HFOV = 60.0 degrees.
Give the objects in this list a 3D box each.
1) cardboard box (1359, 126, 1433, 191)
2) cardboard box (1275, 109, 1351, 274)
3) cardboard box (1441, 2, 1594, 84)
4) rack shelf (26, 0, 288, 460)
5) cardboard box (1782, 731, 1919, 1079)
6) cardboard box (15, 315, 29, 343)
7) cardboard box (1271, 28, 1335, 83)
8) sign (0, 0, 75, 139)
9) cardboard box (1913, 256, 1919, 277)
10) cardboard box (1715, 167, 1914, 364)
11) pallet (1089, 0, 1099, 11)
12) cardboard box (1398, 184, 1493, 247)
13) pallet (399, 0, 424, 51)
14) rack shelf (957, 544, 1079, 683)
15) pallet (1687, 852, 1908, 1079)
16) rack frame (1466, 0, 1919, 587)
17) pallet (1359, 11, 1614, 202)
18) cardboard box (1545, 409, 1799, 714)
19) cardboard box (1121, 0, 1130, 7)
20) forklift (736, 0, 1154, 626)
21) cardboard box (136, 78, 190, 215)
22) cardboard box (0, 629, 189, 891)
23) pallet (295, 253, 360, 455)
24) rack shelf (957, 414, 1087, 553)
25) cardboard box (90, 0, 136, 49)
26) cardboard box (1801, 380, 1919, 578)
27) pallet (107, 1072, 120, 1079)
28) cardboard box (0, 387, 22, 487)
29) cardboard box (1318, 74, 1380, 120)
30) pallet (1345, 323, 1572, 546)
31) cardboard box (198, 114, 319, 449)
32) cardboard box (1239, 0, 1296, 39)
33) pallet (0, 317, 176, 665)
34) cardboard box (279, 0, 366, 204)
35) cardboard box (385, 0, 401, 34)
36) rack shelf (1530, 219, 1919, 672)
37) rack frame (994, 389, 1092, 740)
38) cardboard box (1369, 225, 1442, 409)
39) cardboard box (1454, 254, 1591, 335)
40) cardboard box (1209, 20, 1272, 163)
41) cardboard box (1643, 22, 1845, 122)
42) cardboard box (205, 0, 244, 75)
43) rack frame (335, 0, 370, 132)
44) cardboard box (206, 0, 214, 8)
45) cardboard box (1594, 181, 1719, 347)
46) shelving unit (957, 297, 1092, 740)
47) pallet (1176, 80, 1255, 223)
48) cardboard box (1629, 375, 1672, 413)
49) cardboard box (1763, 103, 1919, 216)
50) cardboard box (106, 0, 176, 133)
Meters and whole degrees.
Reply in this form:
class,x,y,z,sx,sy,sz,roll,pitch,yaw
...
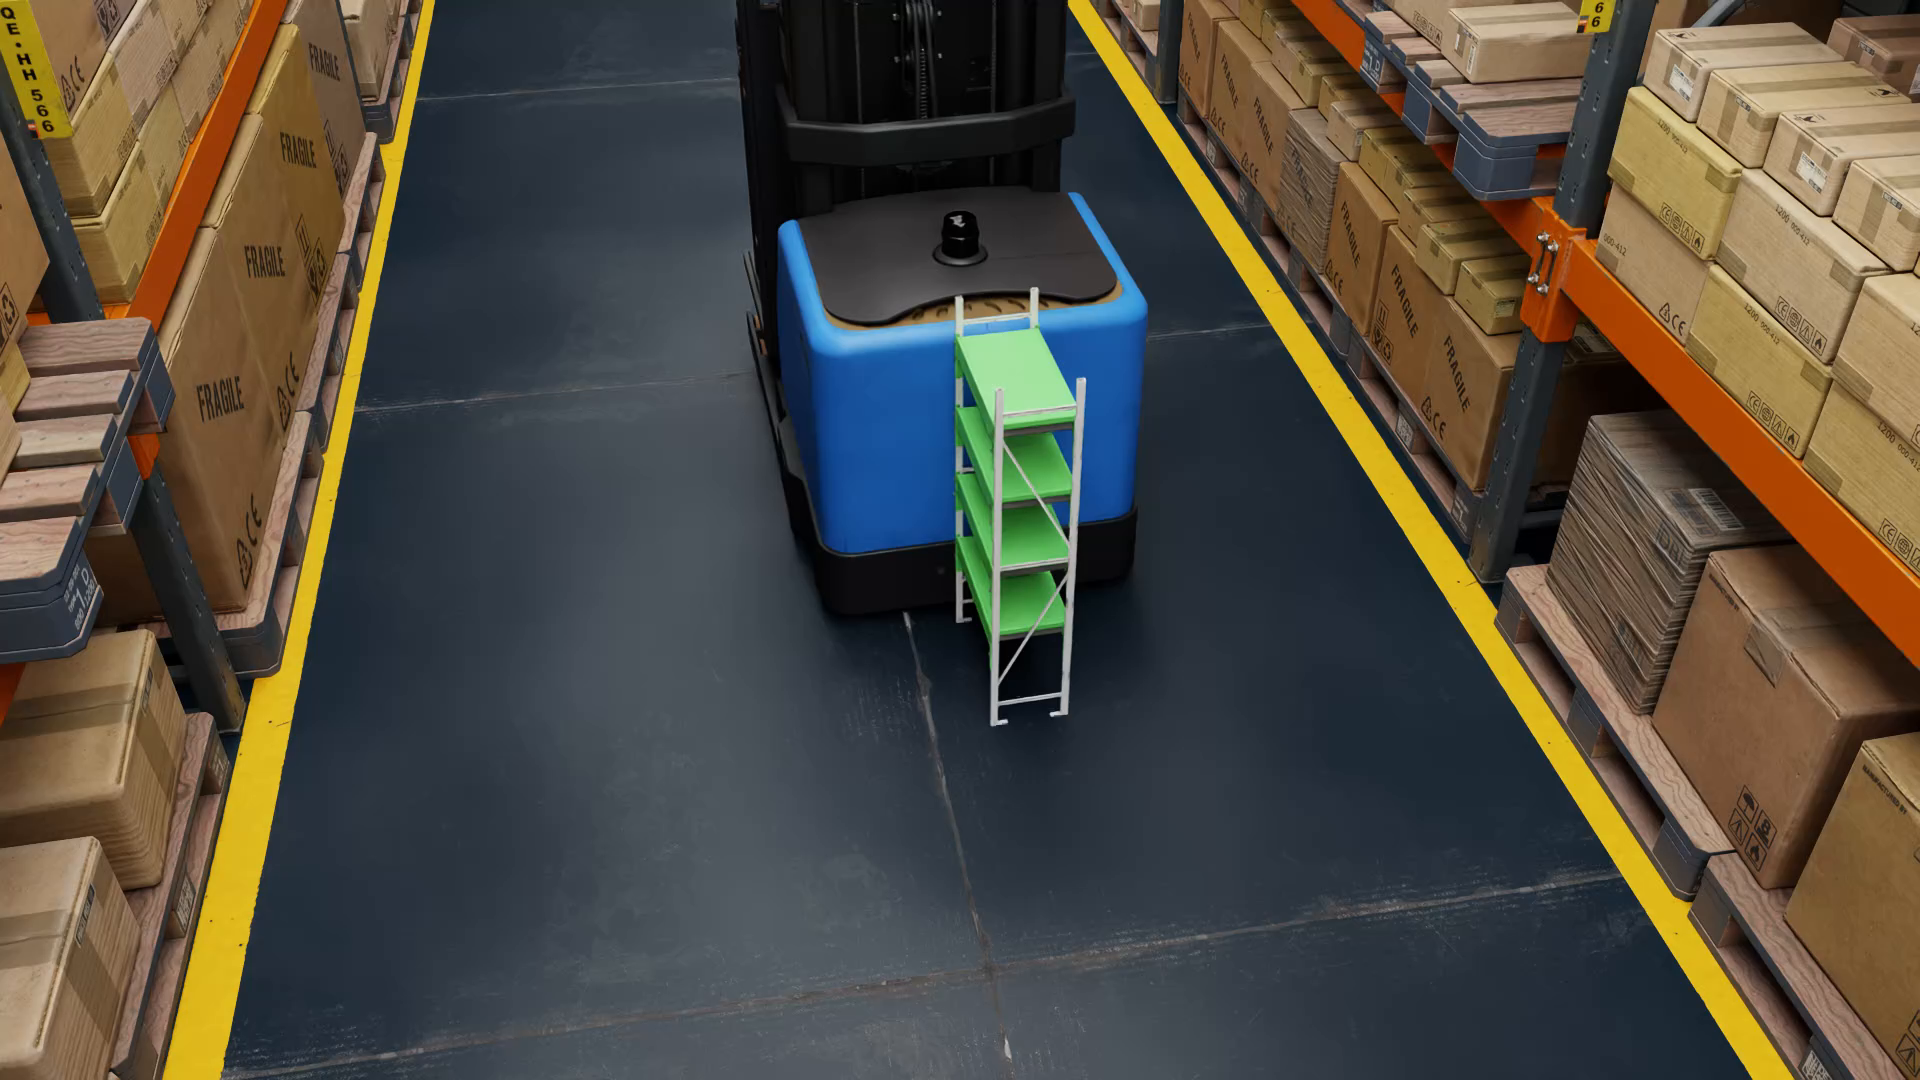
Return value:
class,x,y,z,sx,sy,sz,roll,pitch,yaw
cardboard box,1.758,-1.466,6.359,0.380,0.149,0.250,-7,38,-9
cardboard box,1.654,-1.462,6.882,0.500,0.500,0.500,-8,38,-10
cardboard box,1.728,-1.542,5.153,0.380,0.149,0.250,-6,38,-7
rack shelf,-3.016,-1.508,5.832,1.077,0.370,4.000,-6,38,-8
cardboard box,2.557,0.831,3.829,0.875,0.625,0.625,-8,39,-10
cardboard box,-2.376,-0.478,3.783,0.380,0.149,0.250,-5,38,-6
cardboard box,1.570,-2.094,7.167,0.380,0.149,0.250,-6,38,-8
sign,-2.133,-1.074,3.808,0.100,0.325,0.005,-6,38,-8
cardboard box,2.237,-0.573,3.432,0.380,0.149,0.250,-6,38,-7
cardboard box,2.145,-0.661,3.871,0.500,0.250,0.500,-5,38,-7
pallet,1.183,-3.588,10.197,1.003,0.211,1.213,-6,38,-8
cardboard box,1.804,-1.151,5.953,0.380,0.149,0.250,-7,38,-9
pallet,-3.640,-3.105,9.575,1.003,0.211,1.213,-6,38,-8
rack shelf,0.169,0.199,5.012,0.258,0.148,0.480,-8,39,-10
pallet,2.537,1.218,4.010,1.003,0.211,1.213,-6,38,-8
rack frame,2.221,-1.120,4.747,1.000,3.000,0.127,-6,38,-8
pallet,2.033,-1.446,5.323,1.213,0.211,1.003,-6,38,-8
cardboard box,2.317,0.030,4.860,0.875,0.625,0.625,-5,38,-7
cardboard box,1.070,-3.143,9.237,0.396,0.266,0.258,-5,38,-6
forklift,-0.226,-1.790,5.665,1.130,2.935,3.031,-8,39,-10
cardboard box,-2.611,-1.156,4.915,0.500,0.250,0.500,-7,38,-9
cardboard box,-2.576,0.630,4.293,0.950,0.372,0.625,-9,39,-11
pallet,-2.940,-0.702,6.482,1.003,0.211,1.213,-6,38,-8
rack shelf,0.169,-0.180,4.717,0.258,0.148,0.480,-8,39,-10
cardboard box,-2.607,-1.641,4.521,0.500,0.500,0.500,-6,38,-8
cardboard box,2.239,-0.152,3.623,0.500,0.250,0.500,-7,38,-9
pallet,-2.319,1.725,3.358,1.003,0.211,1.213,-6,38,-8
cardboard box,-2.170,-0.176,3.395,0.380,0.149,0.250,-7,38,-8
cardboard box,1.687,-1.784,6.768,0.380,0.149,0.250,-6,38,-8
pallet,2.127,-0.474,6.188,1.003,0.211,1.213,-6,38,-8
cardboard box,-2.857,-0.876,5.822,0.875,0.875,0.875,-6,38,-7
cardboard box,1.501,-2.413,7.577,0.380,0.149,0.250,-8,39,-10
pallet,-2.435,-0.089,3.576,1.213,0.211,1.003,-6,38,-8
cardboard box,-3.179,-1.961,7.219,0.875,0.875,0.875,-5,38,-7
cardboard box,-3.529,-3.085,9.023,0.875,0.438,0.875,-7,38,-9
rack shelf,2.571,0.372,3.413,1.077,0.370,4.000,-6,38,-8
rack frame,0.222,0.105,4.637,0.240,1.200,0.015,-8,39,-10
cardboard box,1.858,-0.834,6.074,0.500,0.500,0.500,-7,38,-9
cardboard box,1.885,-0.826,5.535,0.380,0.149,0.250,-8,39,-10
cardboard box,1.486,-2.078,7.675,0.500,0.500,0.500,-7,38,-9
cardboard box,1.987,-1.192,4.228,0.380,0.149,0.250,-5,38,-7
cardboard box,-2.787,-1.771,5.707,0.500,0.250,0.500,-6,38,-8
rack frame,-3.367,-3.000,7.167,1.000,3.000,0.127,-6,38,-8
cardboard box,-2.752,-1.977,5.565,0.500,0.250,0.500,-6,38,-7
cardboard box,2.058,-0.767,4.414,0.500,0.250,0.500,-6,38,-8
shelving unit,0.169,-0.041,4.825,0.258,1.200,0.503,-8,39,-10
pallet,1.699,-1.948,8.085,1.003,0.211,1.213,-6,38,-8
cardboard box,2.423,-0.583,5.751,0.500,0.500,0.500,-5,38,-6
cardboard box,2.105,-0.878,3.825,0.380,0.149,0.250,-5,38,-7
cardboard box,-2.601,-1.367,4.779,0.500,0.250,0.500,-5,38,-7
